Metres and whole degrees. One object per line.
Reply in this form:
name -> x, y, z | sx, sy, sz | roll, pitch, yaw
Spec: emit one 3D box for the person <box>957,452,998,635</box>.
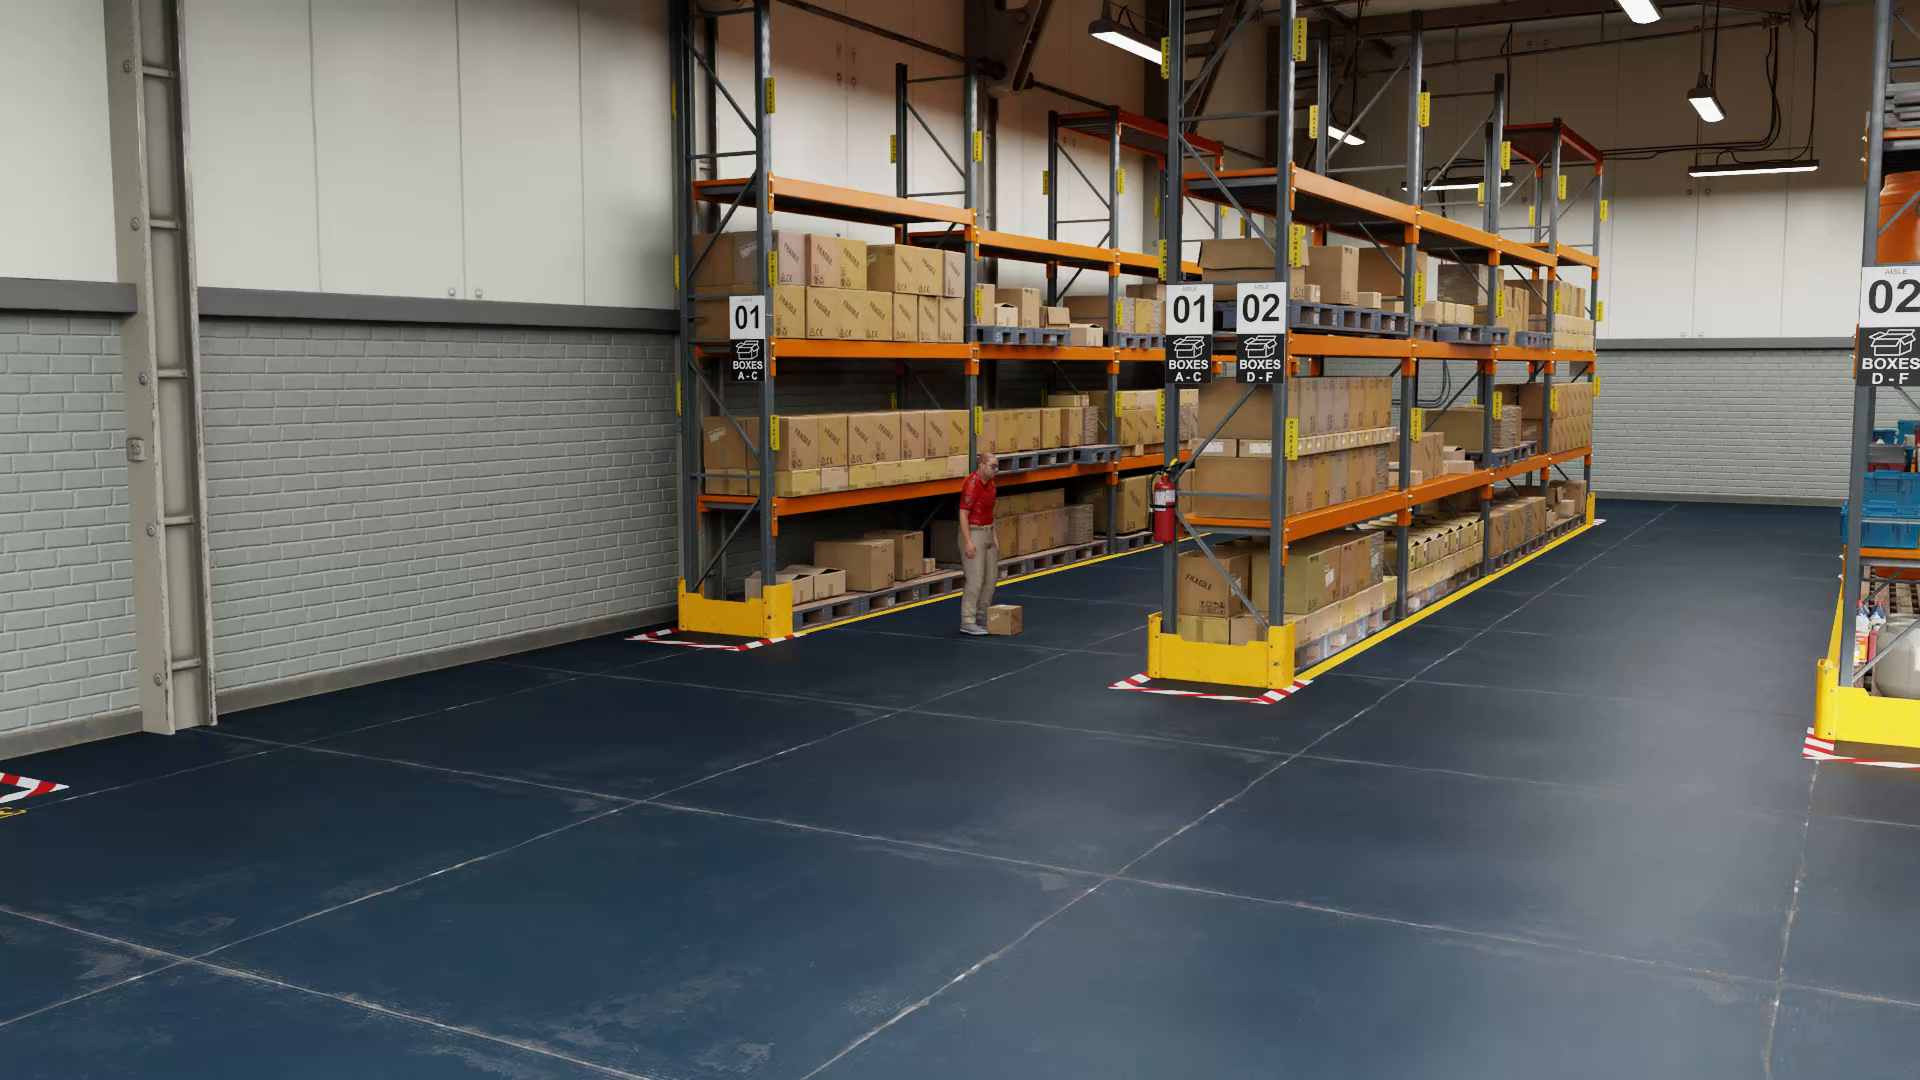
person -> 0.196, 0.020, 16.007 | 0.396, 1.726, 0.585 | 3, 7, 28
